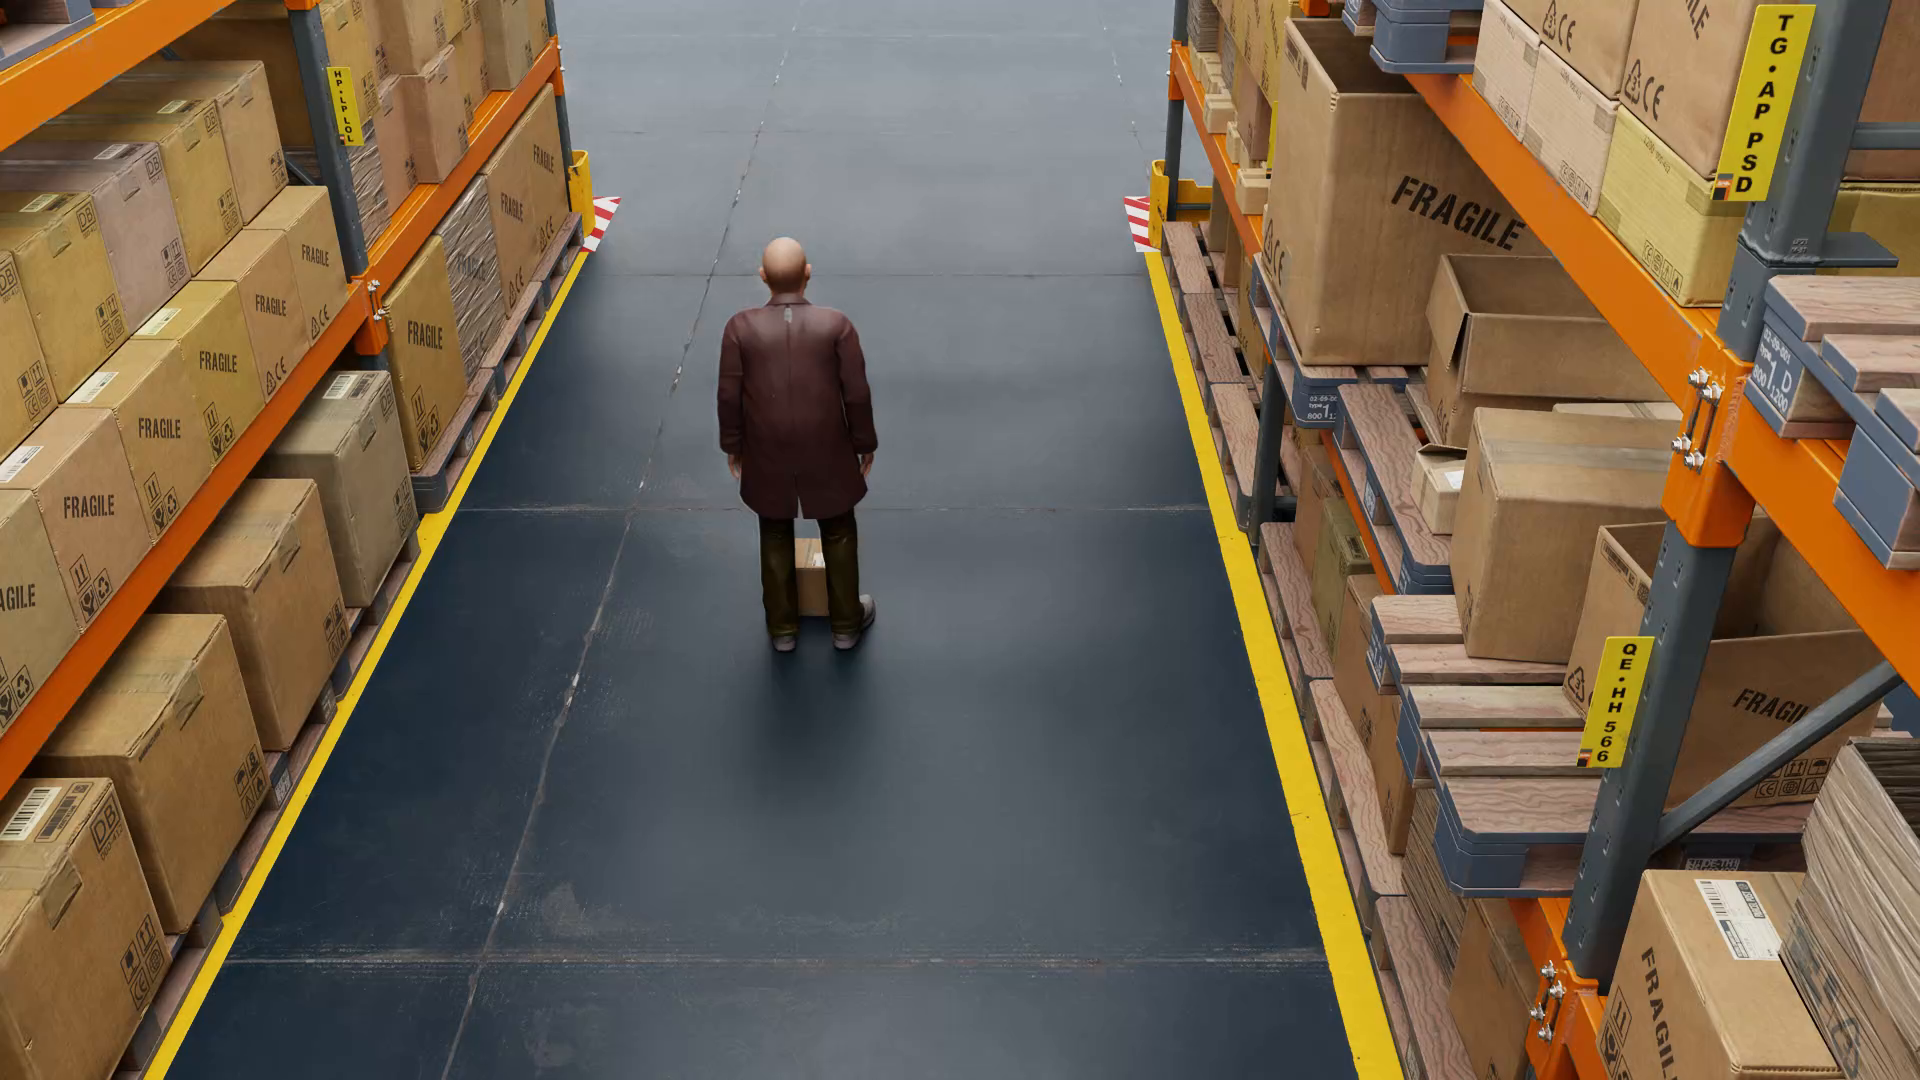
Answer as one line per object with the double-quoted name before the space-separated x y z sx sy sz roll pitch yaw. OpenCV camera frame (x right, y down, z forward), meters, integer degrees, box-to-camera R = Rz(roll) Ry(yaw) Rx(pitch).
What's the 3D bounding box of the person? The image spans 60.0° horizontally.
"person" -0.653 -0.363 6.749 0.642 1.774 0.423 0 31 0
